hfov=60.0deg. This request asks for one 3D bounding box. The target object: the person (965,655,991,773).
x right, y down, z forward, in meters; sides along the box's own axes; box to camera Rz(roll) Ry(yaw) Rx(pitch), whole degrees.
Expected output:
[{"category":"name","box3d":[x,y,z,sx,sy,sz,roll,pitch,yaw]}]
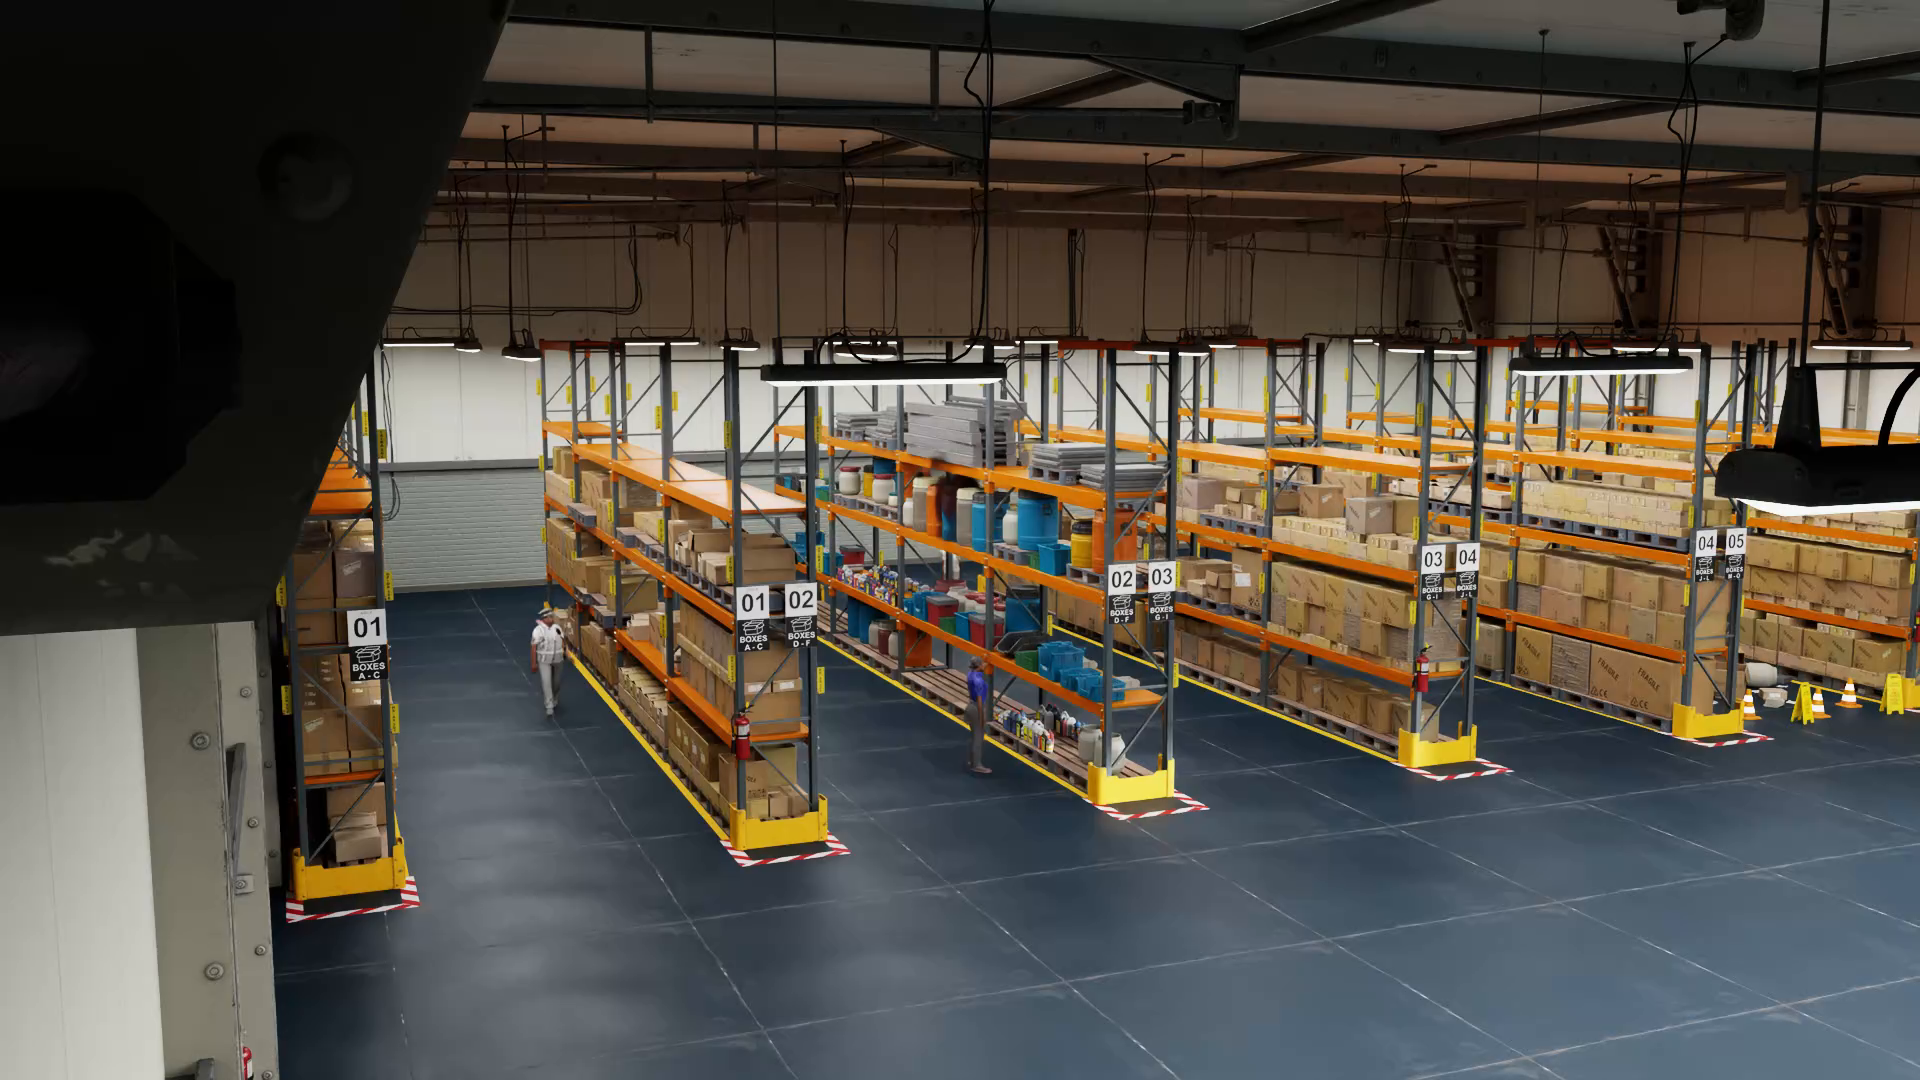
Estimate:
[{"category":"person","box3d":[0.250,2.494,23.590,0.334,1.743,0.523,-2,8,-11]}]

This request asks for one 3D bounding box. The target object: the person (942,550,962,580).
[{"category":"person","box3d":[-0.205,0.718,36.787,0.477,1.654,0.665,-3,8,-23]}]

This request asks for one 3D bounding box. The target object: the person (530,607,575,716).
[{"category":"person","box3d":[-6.633,1.946,27.080,0.696,1.721,1.048,-3,8,-23]}]
